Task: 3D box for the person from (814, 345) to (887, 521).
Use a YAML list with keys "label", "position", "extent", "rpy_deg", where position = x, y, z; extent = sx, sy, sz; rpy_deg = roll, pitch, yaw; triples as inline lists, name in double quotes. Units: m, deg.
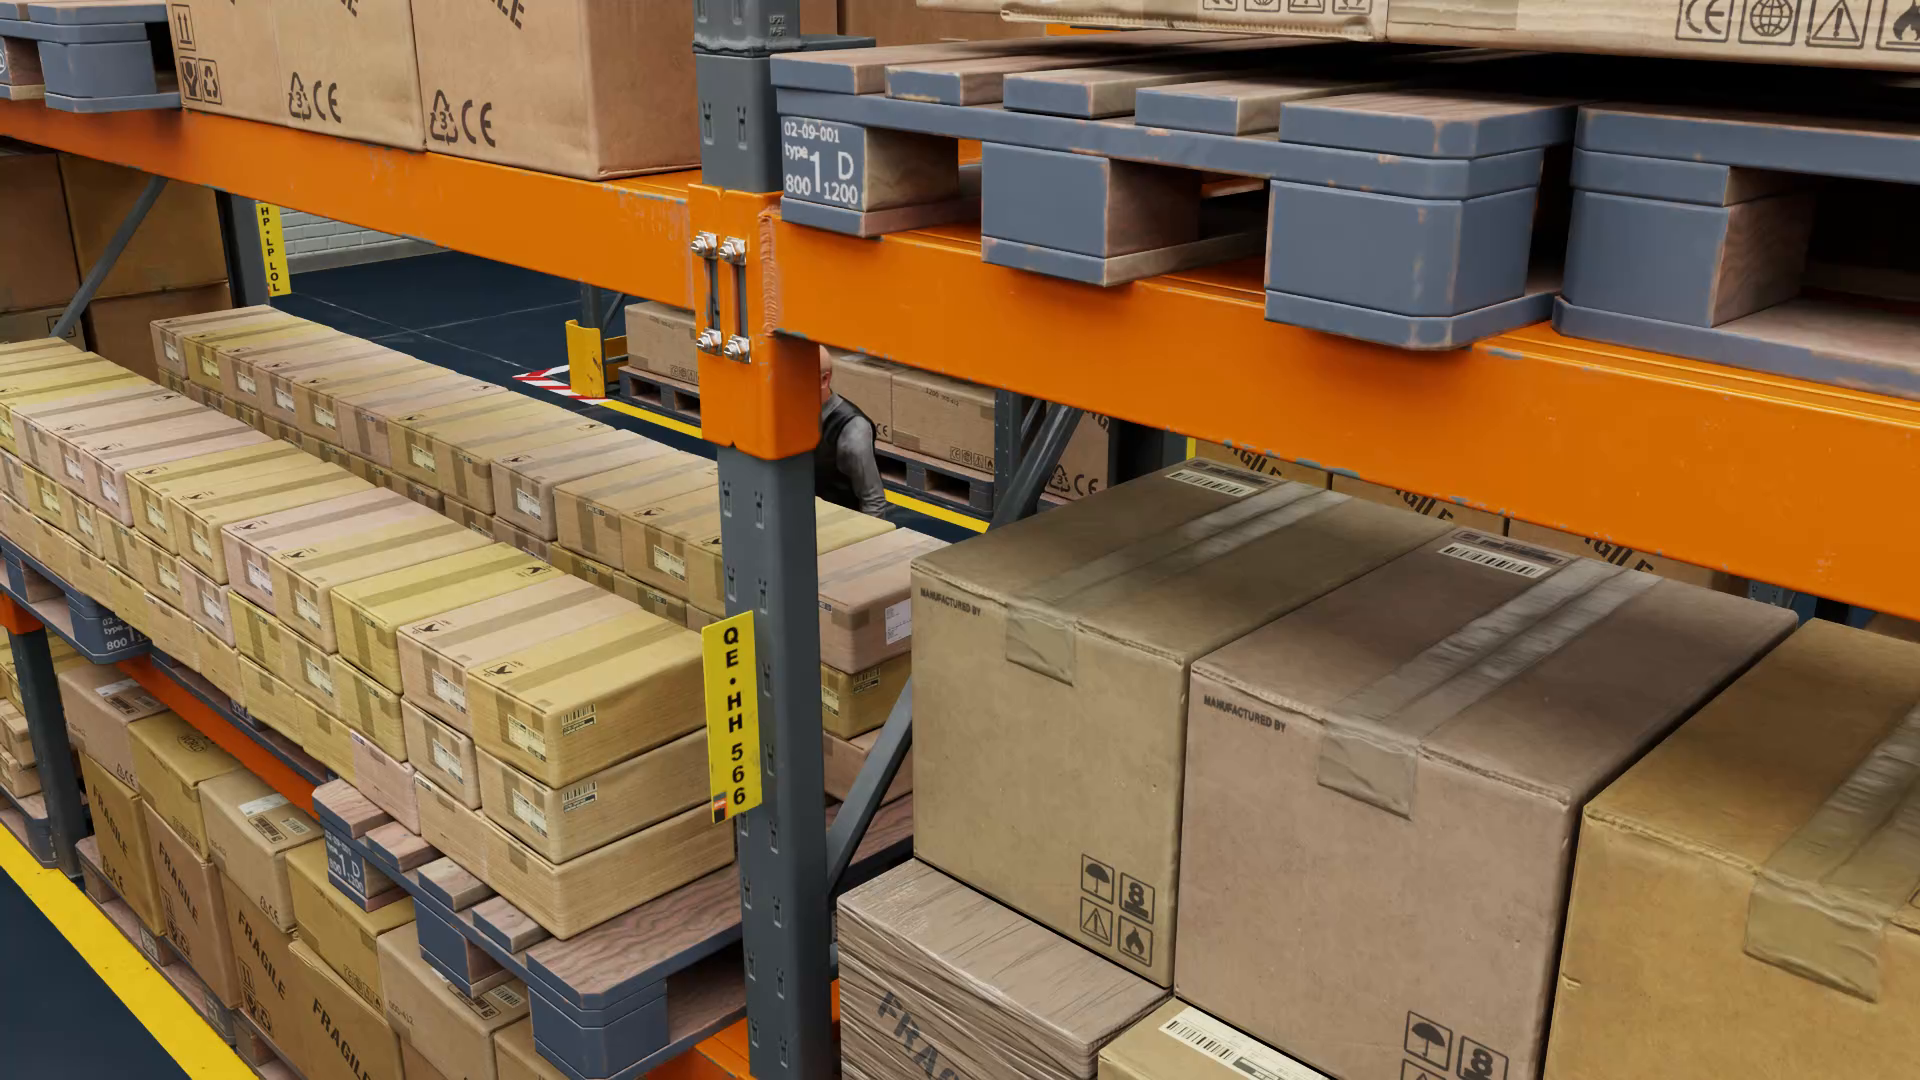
- label: "person"
  position: [-0.529, 0.055, 6.466]
  extent: [0.580, 1.719, 0.426]
  rpy_deg: [17, 26, 38]
